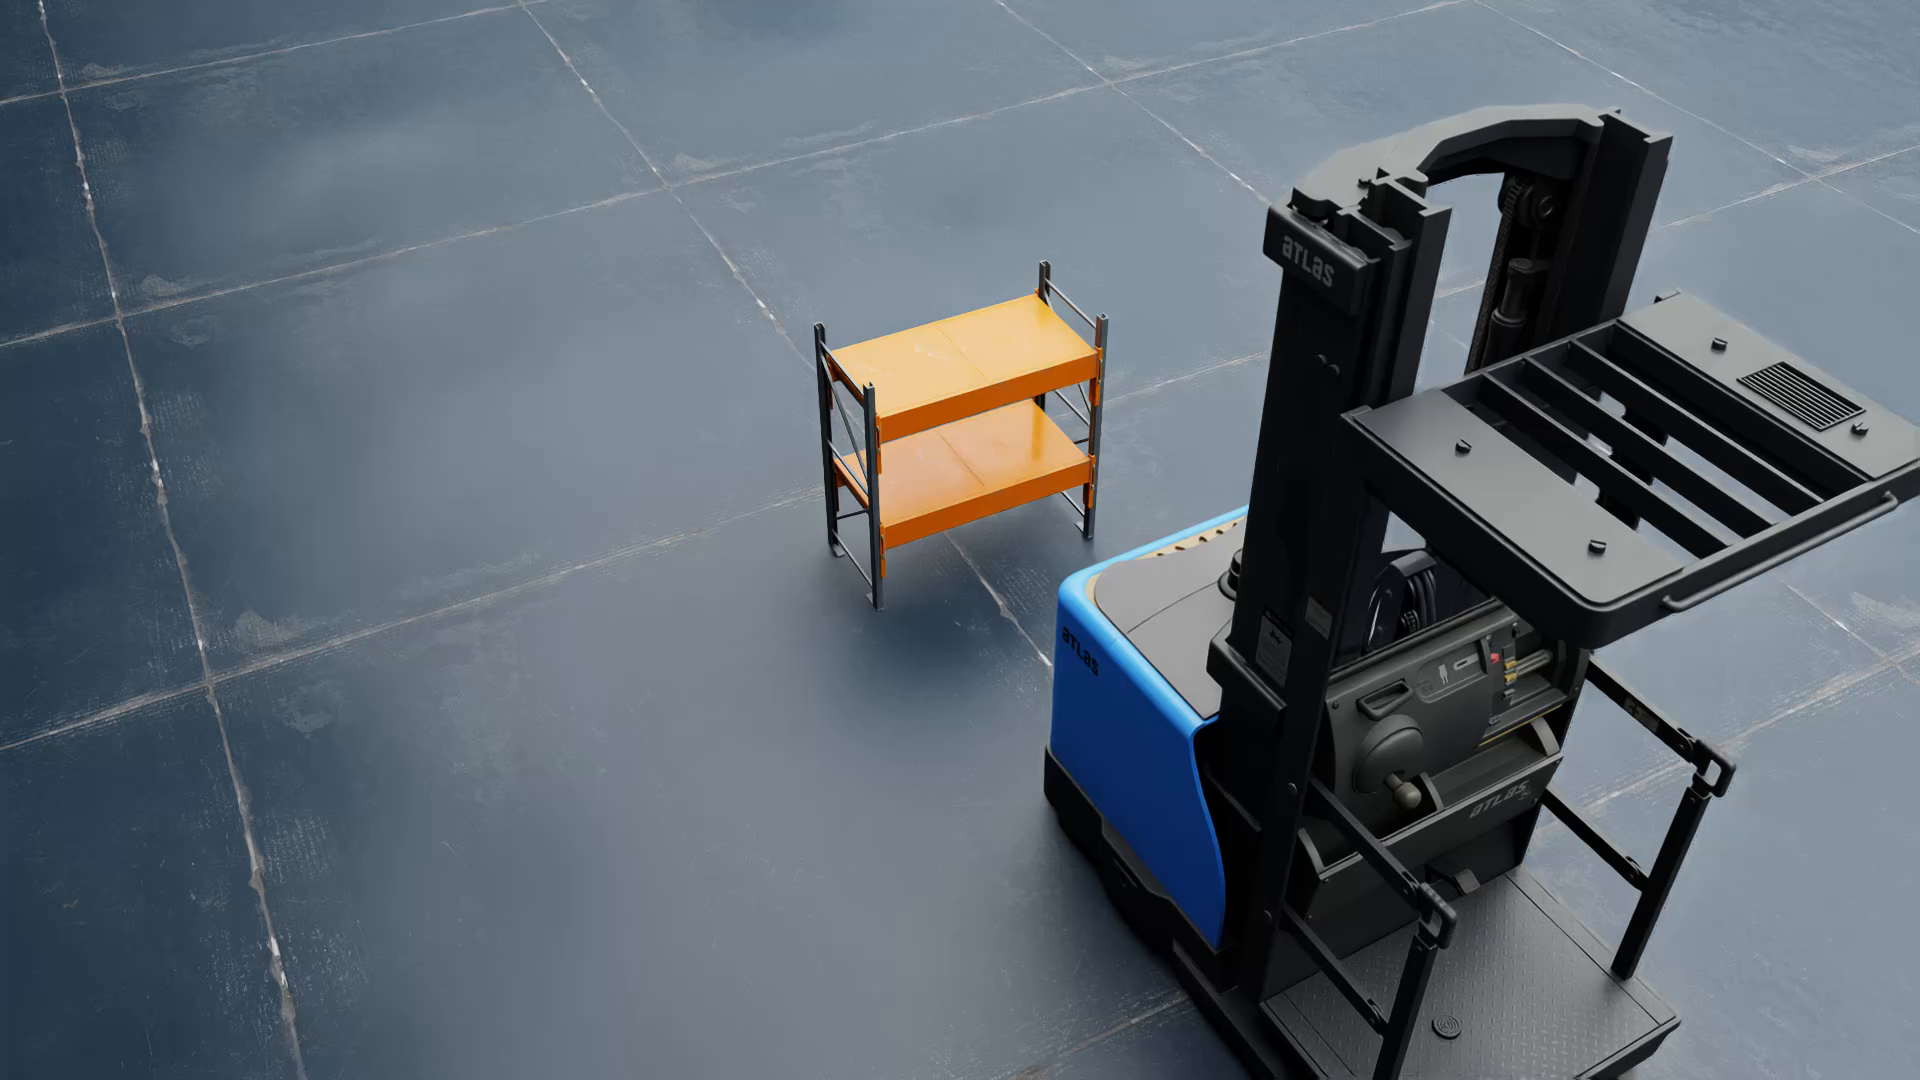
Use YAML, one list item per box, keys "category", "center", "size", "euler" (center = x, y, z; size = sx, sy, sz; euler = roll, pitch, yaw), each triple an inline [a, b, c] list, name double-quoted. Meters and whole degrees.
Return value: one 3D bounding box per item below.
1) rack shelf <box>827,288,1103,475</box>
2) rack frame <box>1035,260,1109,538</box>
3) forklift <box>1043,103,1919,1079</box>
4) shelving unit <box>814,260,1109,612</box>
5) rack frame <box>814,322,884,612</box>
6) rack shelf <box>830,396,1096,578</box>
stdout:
- category: "rack shelf"
  center: [0.006, -0.655, 6.700]
  size: [1.000, 0.278, 0.538]
  euler: [-19, 44, -21]
- category: "rack frame"
  center: [0.457, -0.583, 7.068]
  size: [0.032, 1.125, 0.500]
  euler: [-19, 44, -21]
- category: "forklift"
  center: [1.474, 0.499, 4.392]
  size: [1.130, 2.935, 3.031]
  euler: [-20, 44, -22]
- category: "shelving unit"
  center: [0.006, -0.431, 6.889]
  size: [1.048, 1.125, 0.538]
  euler: [-19, 44, -21]
- category: "rack frame"
  center: [-0.445, -0.280, 6.710]
  size: [0.032, 1.125, 0.500]
  euler: [-19, 44, -21]
- category: "rack shelf"
  center: [0.006, -0.245, 7.047]
  size: [1.000, 0.278, 0.538]
  euler: [-19, 44, -21]
